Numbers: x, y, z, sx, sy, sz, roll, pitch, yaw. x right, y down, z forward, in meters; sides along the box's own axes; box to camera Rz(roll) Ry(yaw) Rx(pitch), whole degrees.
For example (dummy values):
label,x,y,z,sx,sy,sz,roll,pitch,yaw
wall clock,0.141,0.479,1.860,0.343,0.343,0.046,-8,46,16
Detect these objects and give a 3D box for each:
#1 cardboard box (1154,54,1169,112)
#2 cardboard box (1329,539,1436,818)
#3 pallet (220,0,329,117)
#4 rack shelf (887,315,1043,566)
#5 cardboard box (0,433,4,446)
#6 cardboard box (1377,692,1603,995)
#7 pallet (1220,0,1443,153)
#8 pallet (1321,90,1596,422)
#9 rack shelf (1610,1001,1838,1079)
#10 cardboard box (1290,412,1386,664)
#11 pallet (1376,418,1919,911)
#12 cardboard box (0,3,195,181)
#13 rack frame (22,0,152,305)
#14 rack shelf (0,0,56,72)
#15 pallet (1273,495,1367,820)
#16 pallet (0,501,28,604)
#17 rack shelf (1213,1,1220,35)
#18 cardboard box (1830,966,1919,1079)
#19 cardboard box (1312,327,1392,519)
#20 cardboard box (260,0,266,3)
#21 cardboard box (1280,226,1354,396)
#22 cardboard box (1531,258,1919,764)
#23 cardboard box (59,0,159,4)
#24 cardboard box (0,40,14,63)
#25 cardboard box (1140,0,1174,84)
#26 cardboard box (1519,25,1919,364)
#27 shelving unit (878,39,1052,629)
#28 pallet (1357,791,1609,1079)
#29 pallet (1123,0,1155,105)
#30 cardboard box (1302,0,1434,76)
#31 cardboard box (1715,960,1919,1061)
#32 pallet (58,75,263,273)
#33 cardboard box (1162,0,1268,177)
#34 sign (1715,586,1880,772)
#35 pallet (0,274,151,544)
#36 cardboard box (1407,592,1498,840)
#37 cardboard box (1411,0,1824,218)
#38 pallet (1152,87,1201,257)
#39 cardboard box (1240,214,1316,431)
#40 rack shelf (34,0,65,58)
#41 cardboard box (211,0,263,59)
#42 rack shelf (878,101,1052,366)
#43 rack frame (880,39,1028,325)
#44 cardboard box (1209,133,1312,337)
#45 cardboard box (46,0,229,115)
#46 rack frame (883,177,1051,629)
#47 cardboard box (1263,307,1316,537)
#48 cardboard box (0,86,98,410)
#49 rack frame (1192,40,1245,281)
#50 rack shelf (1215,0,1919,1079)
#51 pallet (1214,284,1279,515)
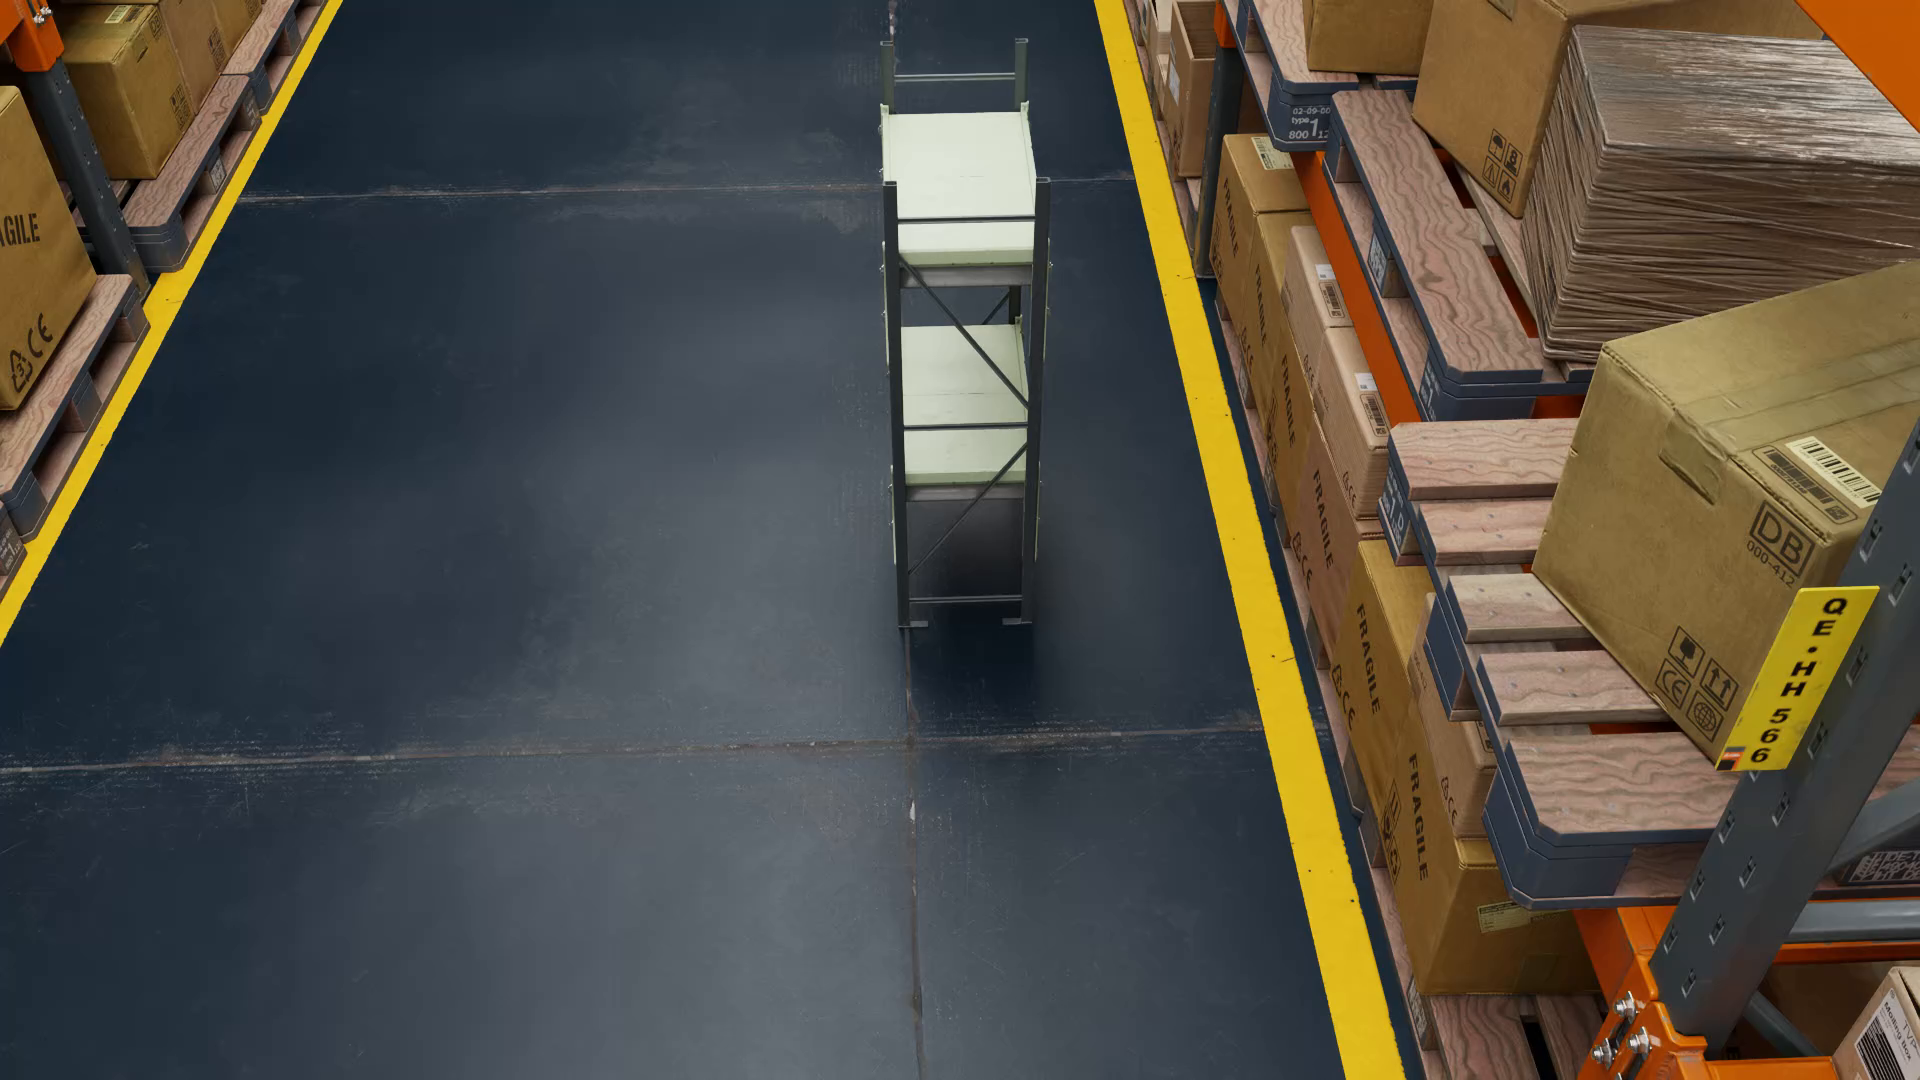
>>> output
label,x,y,z,sx,sy,sz,roll,pitch,yaw
cardboard box,1.013,-1.888,6.874,0.380,0.149,0.250,-2,43,-2
cardboard box,1.270,0.337,4.187,0.500,0.500,0.500,-3,43,-3
pallet,-3.562,-2.317,7.622,1.003,0.211,1.213,-2,43,-2
rack shelf,0.000,-0.308,4.959,0.431,0.370,0.720,-2,43,-2
cardboard box,-3.354,-0.331,4.672,0.750,0.750,0.750,0,43,0
cardboard box,1.292,0.686,3.806,0.500,0.500,0.500,0,43,0
pallet,1.321,-1.535,4.847,1.003,0.211,1.213,-2,43,-2
pallet,1.479,-0.690,3.925,1.003,0.211,1.213,-2,43,-2
rack shelf,1.651,2.167,1.198,1.077,0.370,4.000,-2,43,-2
cardboard box,1.242,-0.017,4.573,0.500,0.500,0.500,-3,43,-3
pallet,1.467,0.167,2.990,1.213,0.211,1.003,-2,43,-2
cardboard box,-3.482,-1.745,6.473,0.700,0.500,0.500,-1,43,-1
rack frame,-3.553,-2.004,5.216,1.000,3.000,0.127,-2,43,-2
rack shelf,-3.468,-0.389,3.986,1.077,0.370,4.000,-2,43,-2
pallet,1.524,0.253,4.818,1.003,0.211,1.213,-2,43,-2
pallet,-3.390,0.368,4.692,1.003,0.211,1.213,-2,43,-2
rack shelf,1.312,-3.234,7.090,1.077,0.370,4.000,-2,43,-2
cardboard box,1.538,0.831,2.189,0.500,0.311,0.500,1,43,1
cardboard box,1.238,-0.318,4.347,0.500,0.250,0.500,-2,43,-3
cardboard box,-3.549,-2.791,7.614,0.700,0.500,0.500,-3,43,-3
cardboard box,1.216,-0.657,4.716,0.500,0.250,0.500,-2,43,-2
cardboard box,1.427,-0.062,2.713,0.700,0.500,0.500,-15,45,-16
cardboard box,-3.314,-2.221,6.512,0.380,0.149,0.250,0,43,0
cardboard box,-3.674,-1.881,6.141,0.380,0.149,0.250,-2,43,-2
cardboard box,1.057,-2.202,7.097,0.500,0.311,0.500,-2,43,-2
cardboard box,1.579,-0.685,3.392,0.700,0.500,0.500,6,43,6
shelving unit,0.000,-0.548,4.738,0.431,1.500,0.755,-2,43,-2
pallet,1.572,1.075,3.921,1.003,0.211,1.213,-2,43,-2
pallet,1.313,-2.410,7.723,1.003,0.211,1.213,-2,43,-2
cardboard box,1.286,-1.552,4.338,0.700,0.500,0.500,5,43,5
cardboard box,1.833,0.996,3.468,0.500,0.500,0.500,0,43,0
pallet,-3.507,-1.492,6.721,1.003,0.211,1.213,-2,43,-2
cardboard box,1.089,-1.766,6.481,0.500,0.500,0.500,-2,43,-2
sign,1.025,0.176,2.040,0.100,0.325,0.005,-2,43,-2
pallet,-3.445,-0.457,5.593,1.003,0.211,1.213,-2,43,-2
cardboard box,1.285,0.372,3.594,0.500,0.250,0.500,0,43,0
cardboard box,1.533,-1.149,3.899,0.700,0.500,0.500,-12,44,-13
pallet,1.368,-1.584,6.822,1.003,0.211,1.213,-2,43,-2
cardboard box,1.207,-0.696,5.314,0.500,0.500,0.500,-1,43,-1
rack shelf,-3.638,-3.089,6.932,1.077,0.370,4.000,-2,43,-2
cardboard box,-3.520,-2.431,7.221,0.700,0.500,0.500,-1,43,-1
rack shelf,0.000,-0.836,4.475,0.431,0.370,0.720,-2,43,-2
rack frame,-0.015,-0.795,5.008,0.400,1.500,0.023,-2,43,-2
cardboard box,1.174,-1.056,5.706,0.500,0.500,0.500,-3,43,-4
cardboard box,-3.500,-2.084,6.843,0.700,0.500,0.500,-2,43,-2
rack frame,0.016,-0.301,4.469,0.400,1.500,0.023,-2,43,-2
cardboard box,1.221,-0.358,4.945,0.500,0.500,0.500,-1,43,-1
cardboard box,-3.395,-0.931,5.326,0.750,0.750,0.750,-1,43,-1
rack frame,1.396,-2.149,5.374,1.000,3.000,0.127,-2,43,-2
rack shelf,1.481,-0.533,4.144,1.077,0.370,4.000,-2,43,-2
pallet,1.469,-0.573,5.719,1.003,0.211,1.213,-2,43,-2
